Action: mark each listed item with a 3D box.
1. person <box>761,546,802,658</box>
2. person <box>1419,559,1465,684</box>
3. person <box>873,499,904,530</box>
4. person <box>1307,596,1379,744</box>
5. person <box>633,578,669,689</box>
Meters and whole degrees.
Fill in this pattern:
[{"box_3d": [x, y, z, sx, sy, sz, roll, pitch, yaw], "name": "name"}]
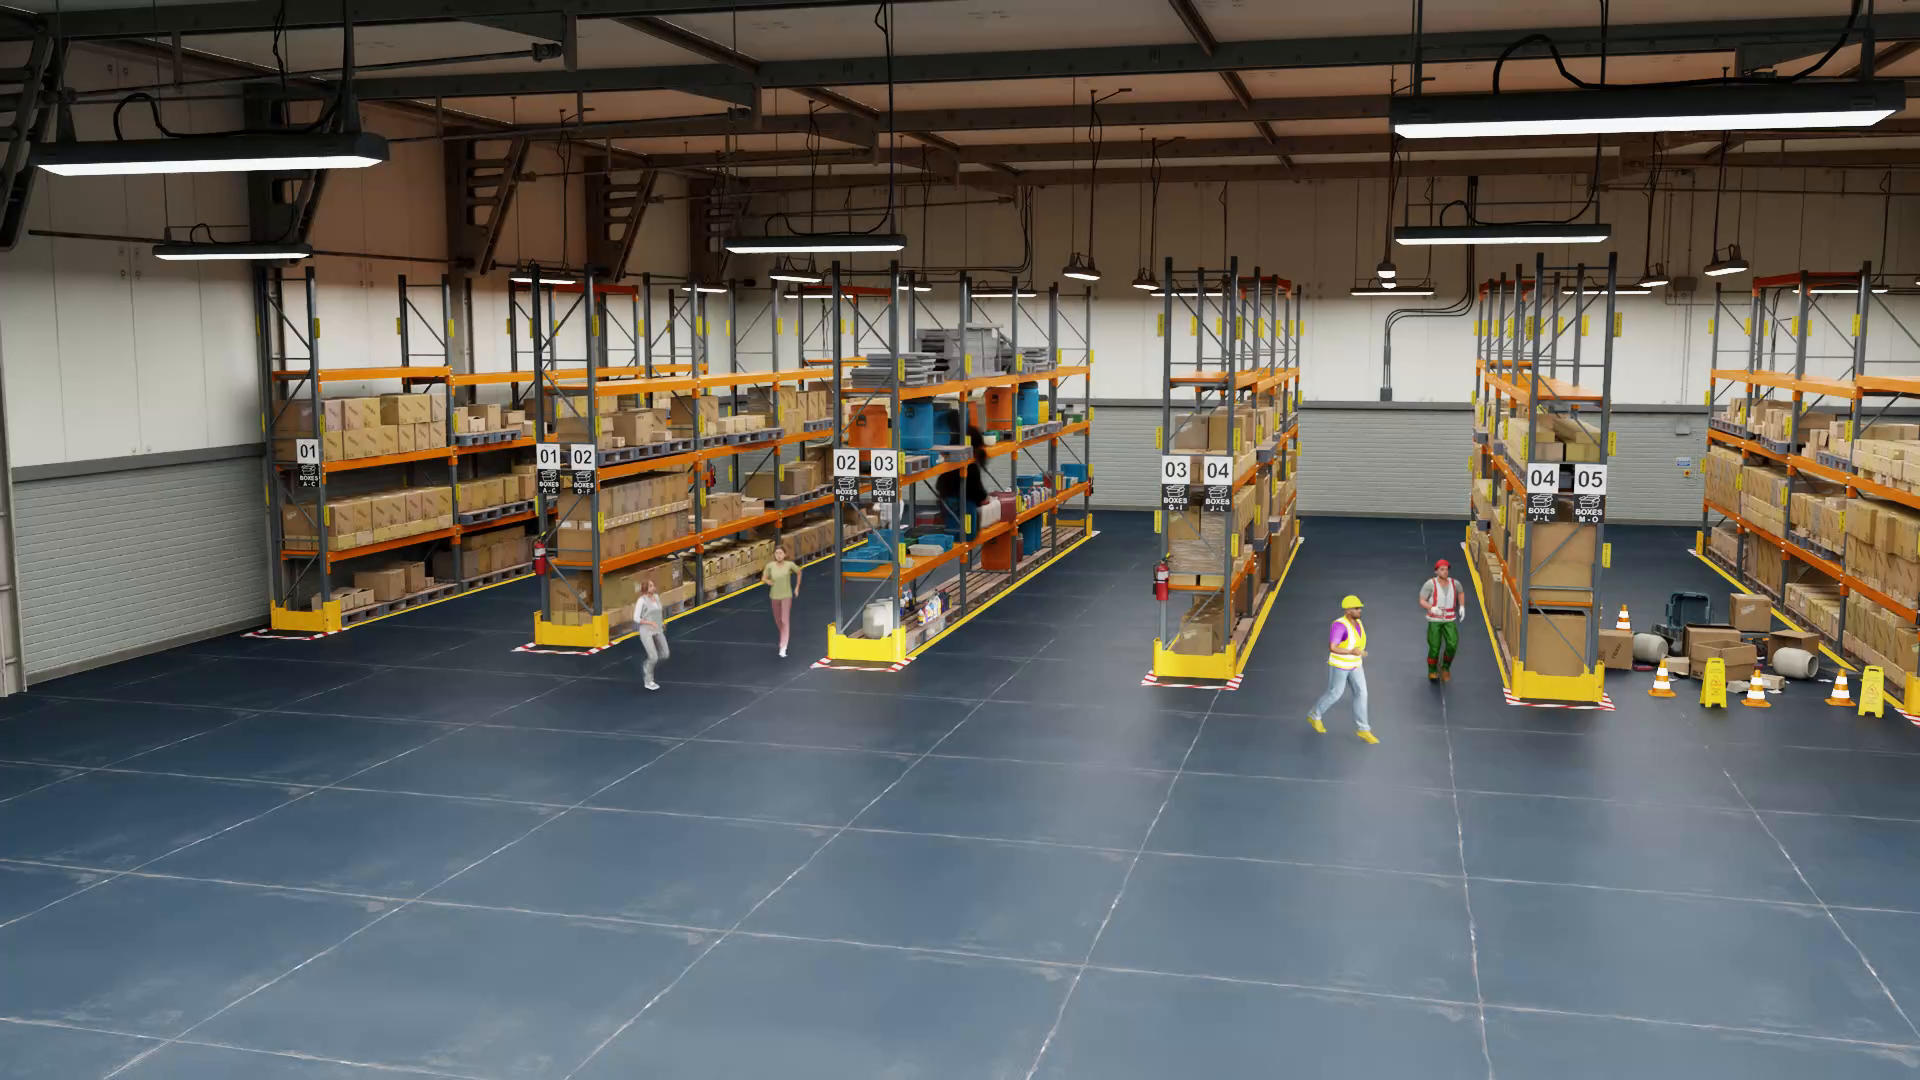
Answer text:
[{"box_3d": [-2.787, 0.917, 25.817, 0.581, 1.691, 0.925, 1, 7, 6], "name": "person"}, {"box_3d": [6.819, 1.162, 23.445, 0.693, 1.789, 0.674, 0, 7, 0], "name": "person"}, {"box_3d": [-1.550, -0.399, 35.908, 0.626, 1.743, 0.806, 1, 7, 9], "name": "person"}, {"box_3d": [4.675, 1.548, 20.273, 0.651, 1.777, 0.951, -6, 9, -38], "name": "person"}, {"box_3d": [-4.281, 1.305, 23.132, 0.551, 1.554, 0.530, 6, 9, 39], "name": "person"}]
